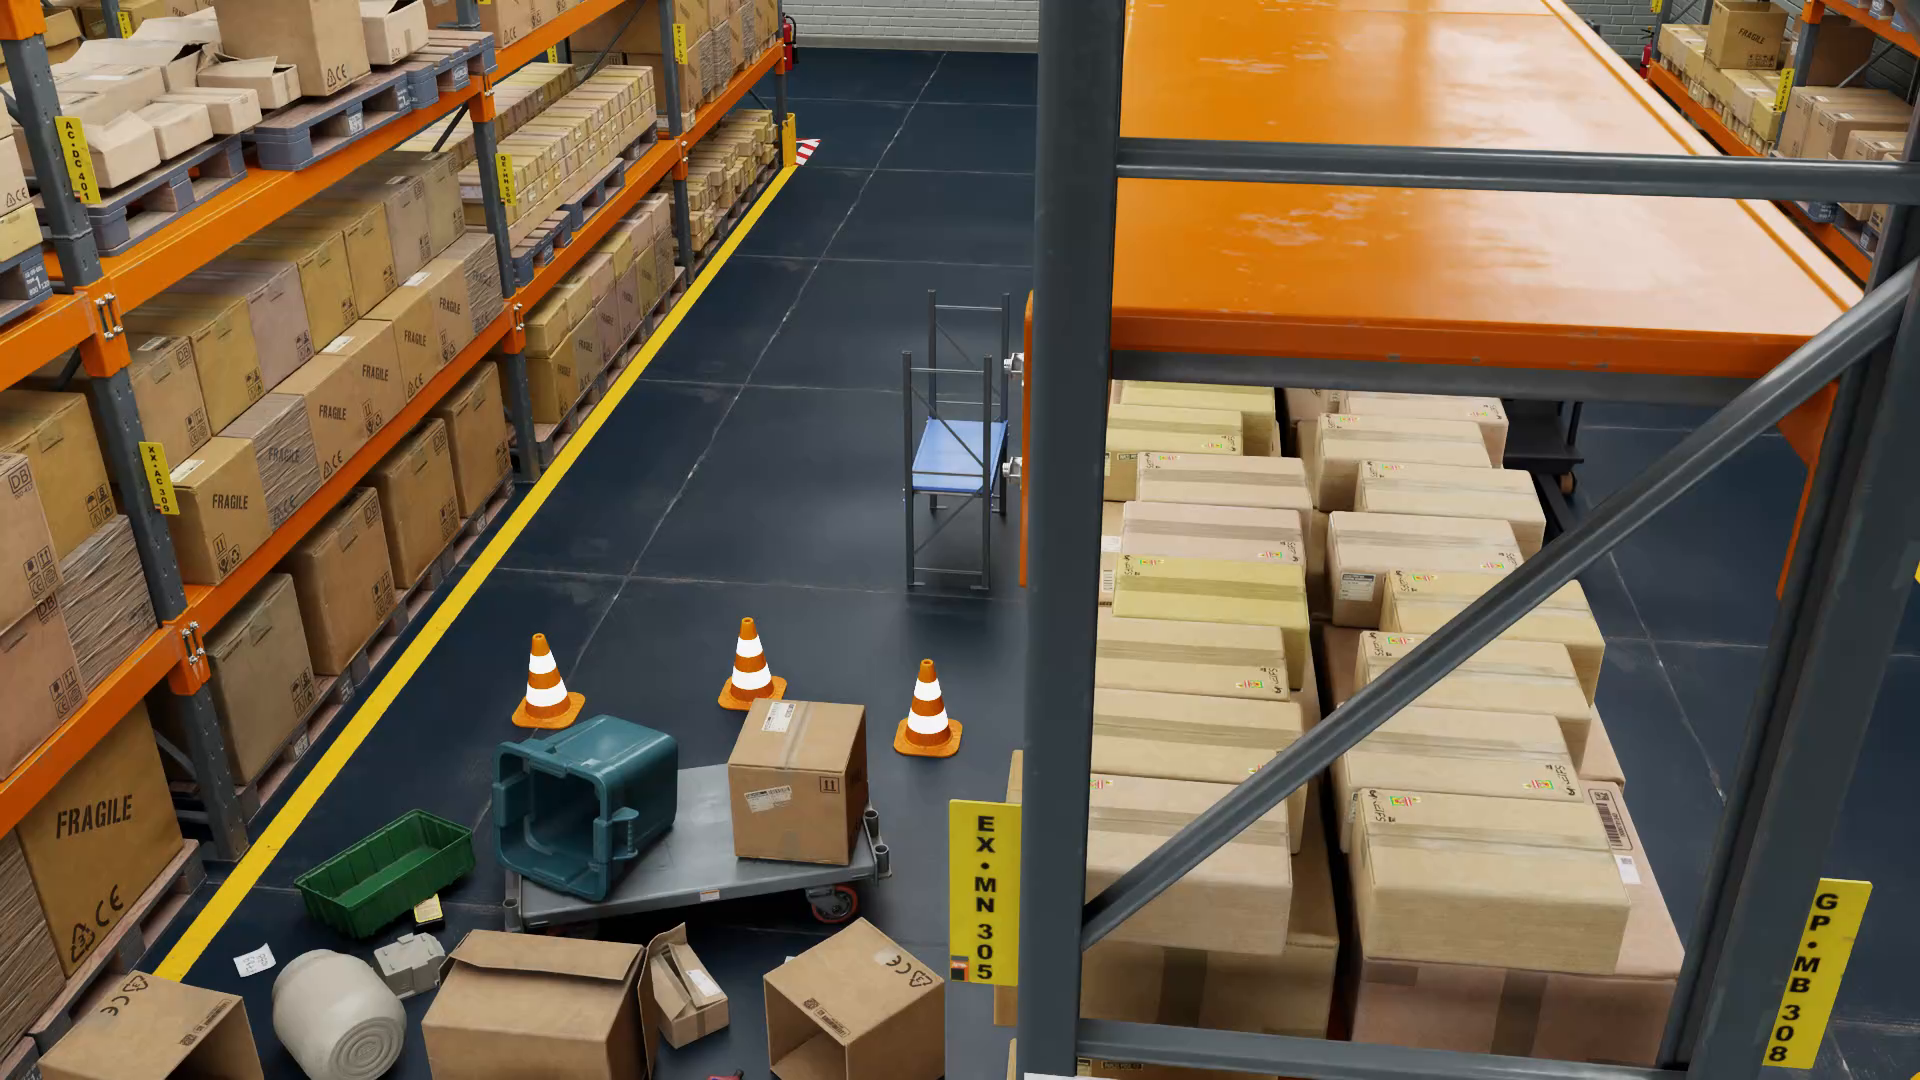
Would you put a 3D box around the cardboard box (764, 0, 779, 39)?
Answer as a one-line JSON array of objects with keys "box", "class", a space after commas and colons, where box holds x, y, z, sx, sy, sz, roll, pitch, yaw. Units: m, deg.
[{"box": [-2.181, -5.465, 17.105, 0.500, 0.500, 0.500, 4, 29, 7], "class": "cardboard box"}]

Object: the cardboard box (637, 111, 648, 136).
[{"box": [-2.754, -3.388, 13.489, 0.380, 0.149, 0.250, 4, 29, 6], "class": "cardboard box"}]

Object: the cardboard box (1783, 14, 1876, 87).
[{"box": [7.427, -4.188, 14.207, 0.500, 0.500, 0.500, 3, 28, 5], "class": "cardboard box"}]

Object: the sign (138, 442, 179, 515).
[{"box": [-3.300, -0.253, 6.852, 0.100, 0.325, 0.005, 3, 28, 6], "class": "sign"}]

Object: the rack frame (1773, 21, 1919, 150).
[{"box": [6.981, -3.107, 13.147, 1.000, 3.000, 0.127, 3, 28, 6], "class": "rack frame"}]

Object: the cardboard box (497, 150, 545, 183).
[{"box": [-3.048, -2.535, 11.281, 0.380, 0.149, 0.250, 3, 28, 6], "class": "cardboard box"}]

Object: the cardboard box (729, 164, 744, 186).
[{"box": [-2.331, -3.573, 16.260, 0.380, 0.149, 0.250, 4, 29, 7], "class": "cardboard box"}]

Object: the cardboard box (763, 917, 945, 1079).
[{"box": [-0.408, 1.896, 6.492, 0.500, 0.500, 0.500, -24, 36, -37], "class": "cardboard box"}]

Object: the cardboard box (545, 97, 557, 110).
[{"box": [-3.437, -3.437, 13.268, 0.380, 0.149, 0.250, 4, 29, 7], "class": "cardboard box"}]

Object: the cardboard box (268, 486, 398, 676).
[{"box": [-3.743, 0.186, 8.964, 1.050, 0.750, 0.750, 3, 28, 6], "class": "cardboard box"}]

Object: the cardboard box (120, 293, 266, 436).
[{"box": [-3.735, -0.829, 7.758, 0.700, 0.500, 0.500, 3, 28, 5], "class": "cardboard box"}]

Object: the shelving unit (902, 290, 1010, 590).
[{"box": [-0.010, -0.620, 10.112, 0.538, 1.500, 1.048, 3, 28, 6], "class": "shelving unit"}]

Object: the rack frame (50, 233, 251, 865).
[{"box": [-3.851, 0.132, 7.135, 1.000, 3.000, 0.127, 3, 28, 6], "class": "rack frame"}]

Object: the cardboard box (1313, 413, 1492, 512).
[{"box": [1.047, -0.176, 3.968, 0.380, 0.149, 0.250, 4, 29, 7], "class": "cardboard box"}]

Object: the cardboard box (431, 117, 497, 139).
[{"box": [-3.595, -2.953, 12.056, 0.380, 0.149, 0.250, 5, 29, 9], "class": "cardboard box"}]

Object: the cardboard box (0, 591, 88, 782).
[{"box": [-3.930, 0.500, 6.293, 0.875, 0.550, 0.550, 3, 28, 6], "class": "cardboard box"}]

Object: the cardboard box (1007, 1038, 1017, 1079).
[{"box": [0.430, 1.386, 3.333, 0.700, 0.500, 0.500, 3, 28, 5], "class": "cardboard box"}]

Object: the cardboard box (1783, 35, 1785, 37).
[{"box": [7.678, -4.823, 16.176, 0.500, 0.250, 0.500, 4, 29, 8], "class": "cardboard box"}]

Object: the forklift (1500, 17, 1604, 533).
[{"box": [3.550, -1.750, 10.700, 1.130, 2.935, 3.031, 2, 28, 5], "class": "forklift"}]

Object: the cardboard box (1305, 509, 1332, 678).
[{"box": [1.020, 0.167, 3.752, 0.500, 0.250, 0.500, 4, 29, 8], "class": "cardboard box"}]

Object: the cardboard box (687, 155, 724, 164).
[{"box": [-2.476, -3.596, 15.990, 0.380, 0.149, 0.250, 2, 28, 4], "class": "cardboard box"}]

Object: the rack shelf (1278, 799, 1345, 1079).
[{"box": [0.829, 0.309, 4.401, 1.077, 0.370, 4.000, 3, 28, 6], "class": "rack shelf"}]

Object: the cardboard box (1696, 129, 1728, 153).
[{"box": [7.302, -3.794, 16.610, 0.797, 0.503, 0.637, 2, 28, 4], "class": "cardboard box"}]

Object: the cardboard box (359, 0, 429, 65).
[{"box": [-3.192, -2.752, 8.871, 0.500, 0.311, 0.500, 3, 28, 6], "class": "cardboard box"}]

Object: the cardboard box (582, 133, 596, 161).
[{"box": [-2.917, -2.906, 12.282, 0.380, 0.149, 0.250, 4, 29, 8], "class": "cardboard box"}]

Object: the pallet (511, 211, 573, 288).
[{"box": [-3.380, -2.008, 11.310, 1.213, 0.211, 1.003, 3, 28, 6], "class": "pallet"}]

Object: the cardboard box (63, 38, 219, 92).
[{"box": [-3.855, -2.216, 7.877, 0.500, 0.311, 0.500, 2, 28, 4], "class": "cardboard box"}]

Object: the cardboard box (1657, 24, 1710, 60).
[{"box": [7.148, -4.857, 16.240, 0.500, 0.250, 0.500, 4, 29, 6], "class": "cardboard box"}]

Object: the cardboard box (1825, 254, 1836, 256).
[{"box": [6.716, -2.189, 12.951, 0.380, 0.149, 0.250, 3, 28, 5], "class": "cardboard box"}]

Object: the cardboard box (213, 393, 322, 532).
[{"box": [-3.459, -0.382, 7.983, 0.500, 0.500, 0.500, 4, 29, 7], "class": "cardboard box"}]

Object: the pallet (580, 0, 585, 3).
[{"box": [-3.176, -4.099, 12.024, 1.213, 0.211, 1.003, 3, 28, 6], "class": "pallet"}]

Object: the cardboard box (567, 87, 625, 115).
[{"box": [-2.824, -3.398, 12.882, 0.380, 0.149, 0.250, 3, 28, 6], "class": "cardboard box"}]

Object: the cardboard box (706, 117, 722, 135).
[{"box": [-2.697, -4.345, 17.380, 0.380, 0.149, 0.250, 4, 29, 7], "class": "cardboard box"}]

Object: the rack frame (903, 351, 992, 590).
[{"box": [-0.073, -0.381, 9.668, 0.500, 1.500, 0.032, 3, 28, 6], "class": "rack frame"}]

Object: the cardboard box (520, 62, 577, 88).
[{"box": [-3.376, -3.812, 13.649, 0.380, 0.149, 0.250, 5, 29, 9], "class": "cardboard box"}]

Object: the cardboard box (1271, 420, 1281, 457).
[{"box": [0.560, -0.106, 4.259, 0.500, 0.250, 0.500, 4, 29, 7], "class": "cardboard box"}]

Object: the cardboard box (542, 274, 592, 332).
[{"box": [-2.974, -1.715, 11.965, 0.500, 0.250, 0.500, 3, 28, 6], "class": "cardboard box"}]

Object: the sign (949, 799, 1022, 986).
[{"box": [0.035, 0.503, 2.350, 0.100, 0.325, 0.005, 3, 28, 6], "class": "sign"}]

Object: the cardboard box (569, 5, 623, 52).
[{"box": [-3.082, -4.486, 14.233, 0.500, 0.500, 0.500, 2, 28, 4], "class": "cardboard box"}]

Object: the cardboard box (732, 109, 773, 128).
[{"box": [-2.194, -4.445, 17.565, 0.380, 0.149, 0.250, 4, 29, 7], "class": "cardboard box"}]

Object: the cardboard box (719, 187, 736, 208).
[{"box": [-2.389, -3.330, 16.123, 0.380, 0.149, 0.250, 3, 28, 5], "class": "cardboard box"}]

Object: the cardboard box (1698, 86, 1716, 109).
[{"box": [6.939, -4.012, 15.091, 0.380, 0.149, 0.250, 4, 29, 7], "class": "cardboard box"}]

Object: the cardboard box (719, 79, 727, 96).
[{"box": [-2.399, -4.260, 15.553, 0.380, 0.149, 0.250, 5, 29, 8], "class": "cardboard box"}]

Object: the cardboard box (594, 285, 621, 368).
[{"box": [-2.905, -1.632, 12.602, 0.500, 0.500, 0.500, 3, 28, 5], "class": "cardboard box"}]

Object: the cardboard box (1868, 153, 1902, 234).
[{"box": [6.507, -2.234, 10.974, 0.797, 0.503, 0.637, 3, 28, 5], "class": "cardboard box"}]

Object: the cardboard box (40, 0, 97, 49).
[{"box": [-7.990, -4.597, 14.966, 0.500, 0.500, 0.500, 4, 29, 8], "class": "cardboard box"}]

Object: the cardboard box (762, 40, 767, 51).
[{"box": [-2.208, -5.122, 17.151, 0.380, 0.149, 0.250, 3, 28, 6], "class": "cardboard box"}]

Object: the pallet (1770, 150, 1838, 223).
[{"box": [6.775, -2.653, 12.506, 1.003, 0.211, 1.213, 3, 28, 6], "class": "pallet"}]

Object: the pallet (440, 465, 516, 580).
[{"box": [-3.533, -0.157, 10.611, 1.003, 0.211, 1.213, 3, 28, 6], "class": "pallet"}]

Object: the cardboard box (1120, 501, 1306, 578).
[{"box": [0.534, 0.046, 3.556, 0.380, 0.149, 0.250, 3, 28, 6], "class": "cardboard box"}]

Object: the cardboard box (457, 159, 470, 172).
[{"box": [-3.661, -2.583, 11.682, 0.380, 0.149, 0.250, 3, 29, 6], "class": "cardboard box"}]

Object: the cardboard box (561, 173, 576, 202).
[{"box": [-2.979, -2.530, 11.898, 0.380, 0.149, 0.250, 4, 29, 8], "class": "cardboard box"}]

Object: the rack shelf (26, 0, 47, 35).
[{"box": [-3.606, -2.958, 7.725, 1.077, 0.370, 4.000, 3, 28, 6], "class": "rack shelf"}]

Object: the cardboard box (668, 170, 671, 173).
[{"box": [-2.919, -3.475, 16.079, 0.380, 0.149, 0.250, 2, 28, 4], "class": "cardboard box"}]
